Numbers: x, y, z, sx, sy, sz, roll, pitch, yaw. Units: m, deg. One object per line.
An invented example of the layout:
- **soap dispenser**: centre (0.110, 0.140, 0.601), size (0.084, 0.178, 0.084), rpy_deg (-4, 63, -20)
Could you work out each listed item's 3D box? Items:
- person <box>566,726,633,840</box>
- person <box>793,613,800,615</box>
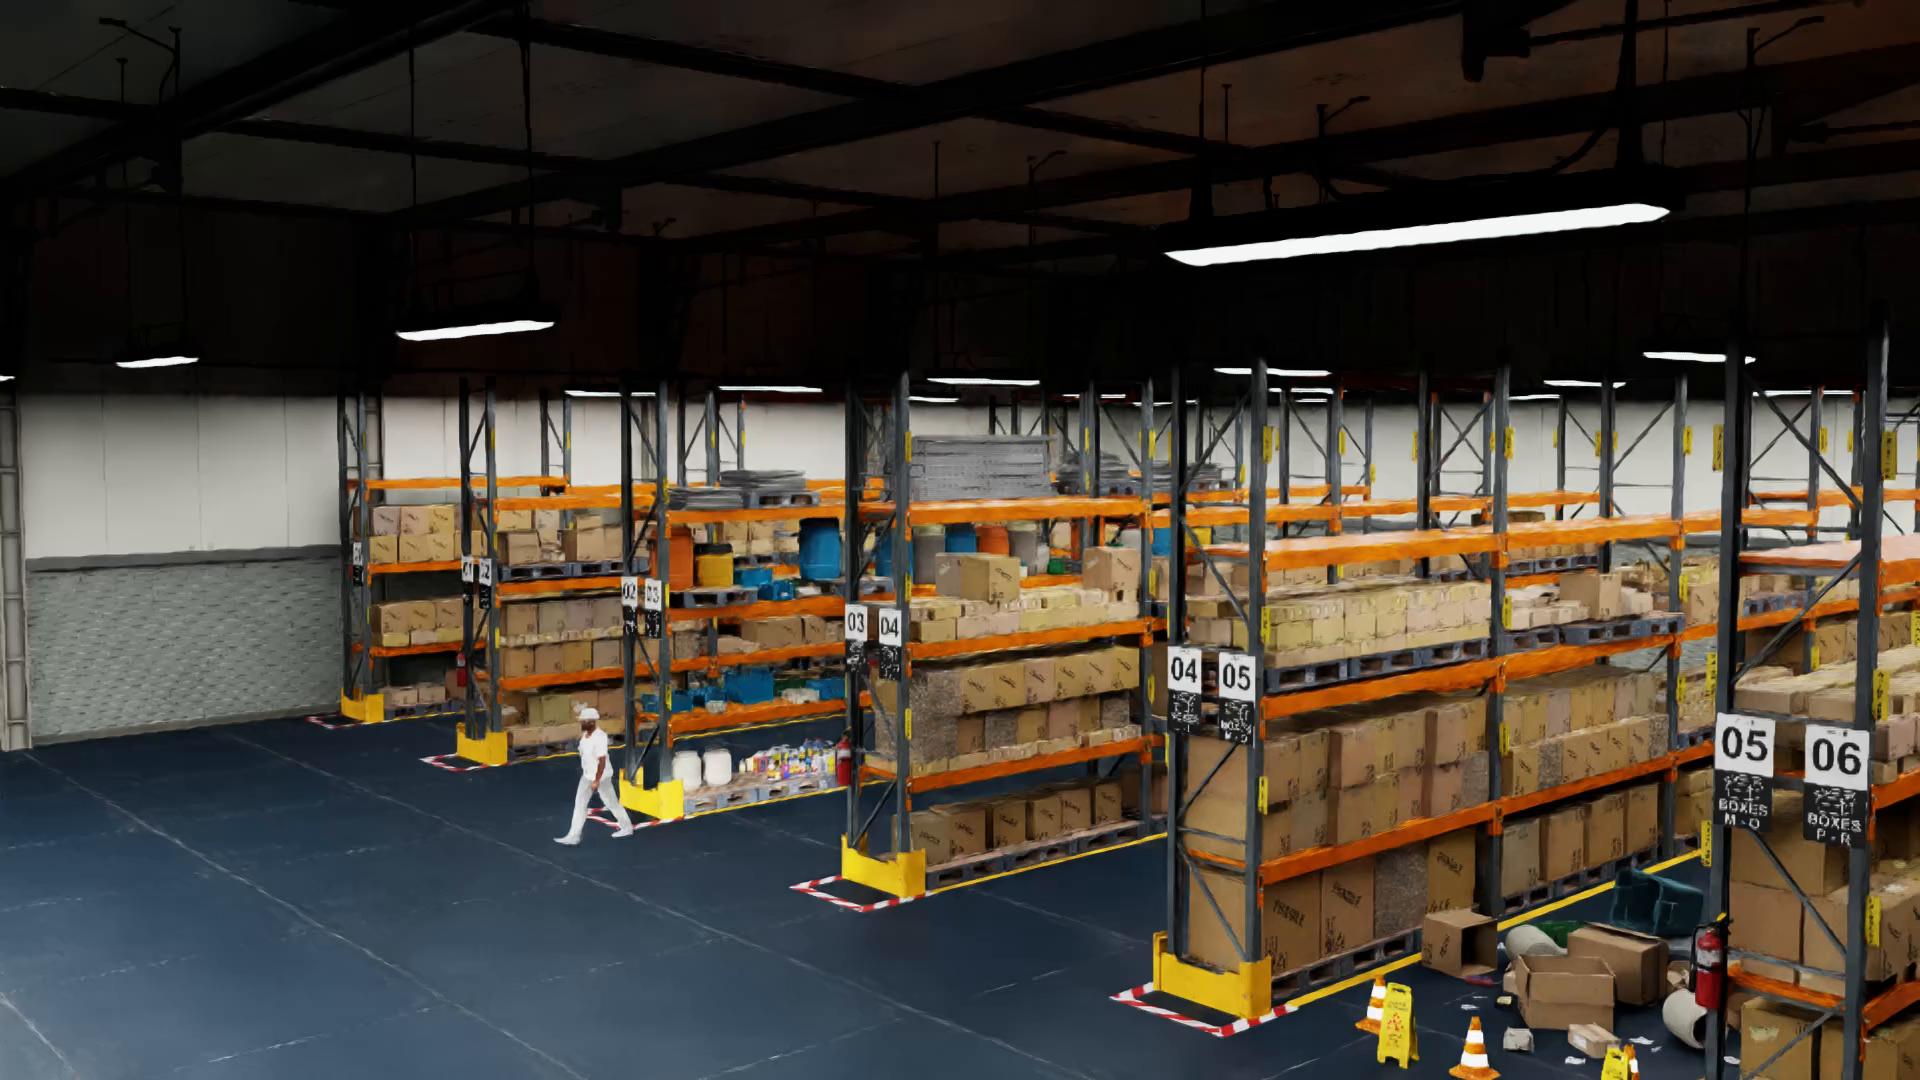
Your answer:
- **person**: centre (-4.513, 3.028, 20.874), size (0.864, 1.420, 0.448), rpy_deg (-3, 5, -43)
- **person**: centre (-3.171, 2.214, 33.342), size (0.499, 1.541, 0.566), rpy_deg (-4, 5, -45)
